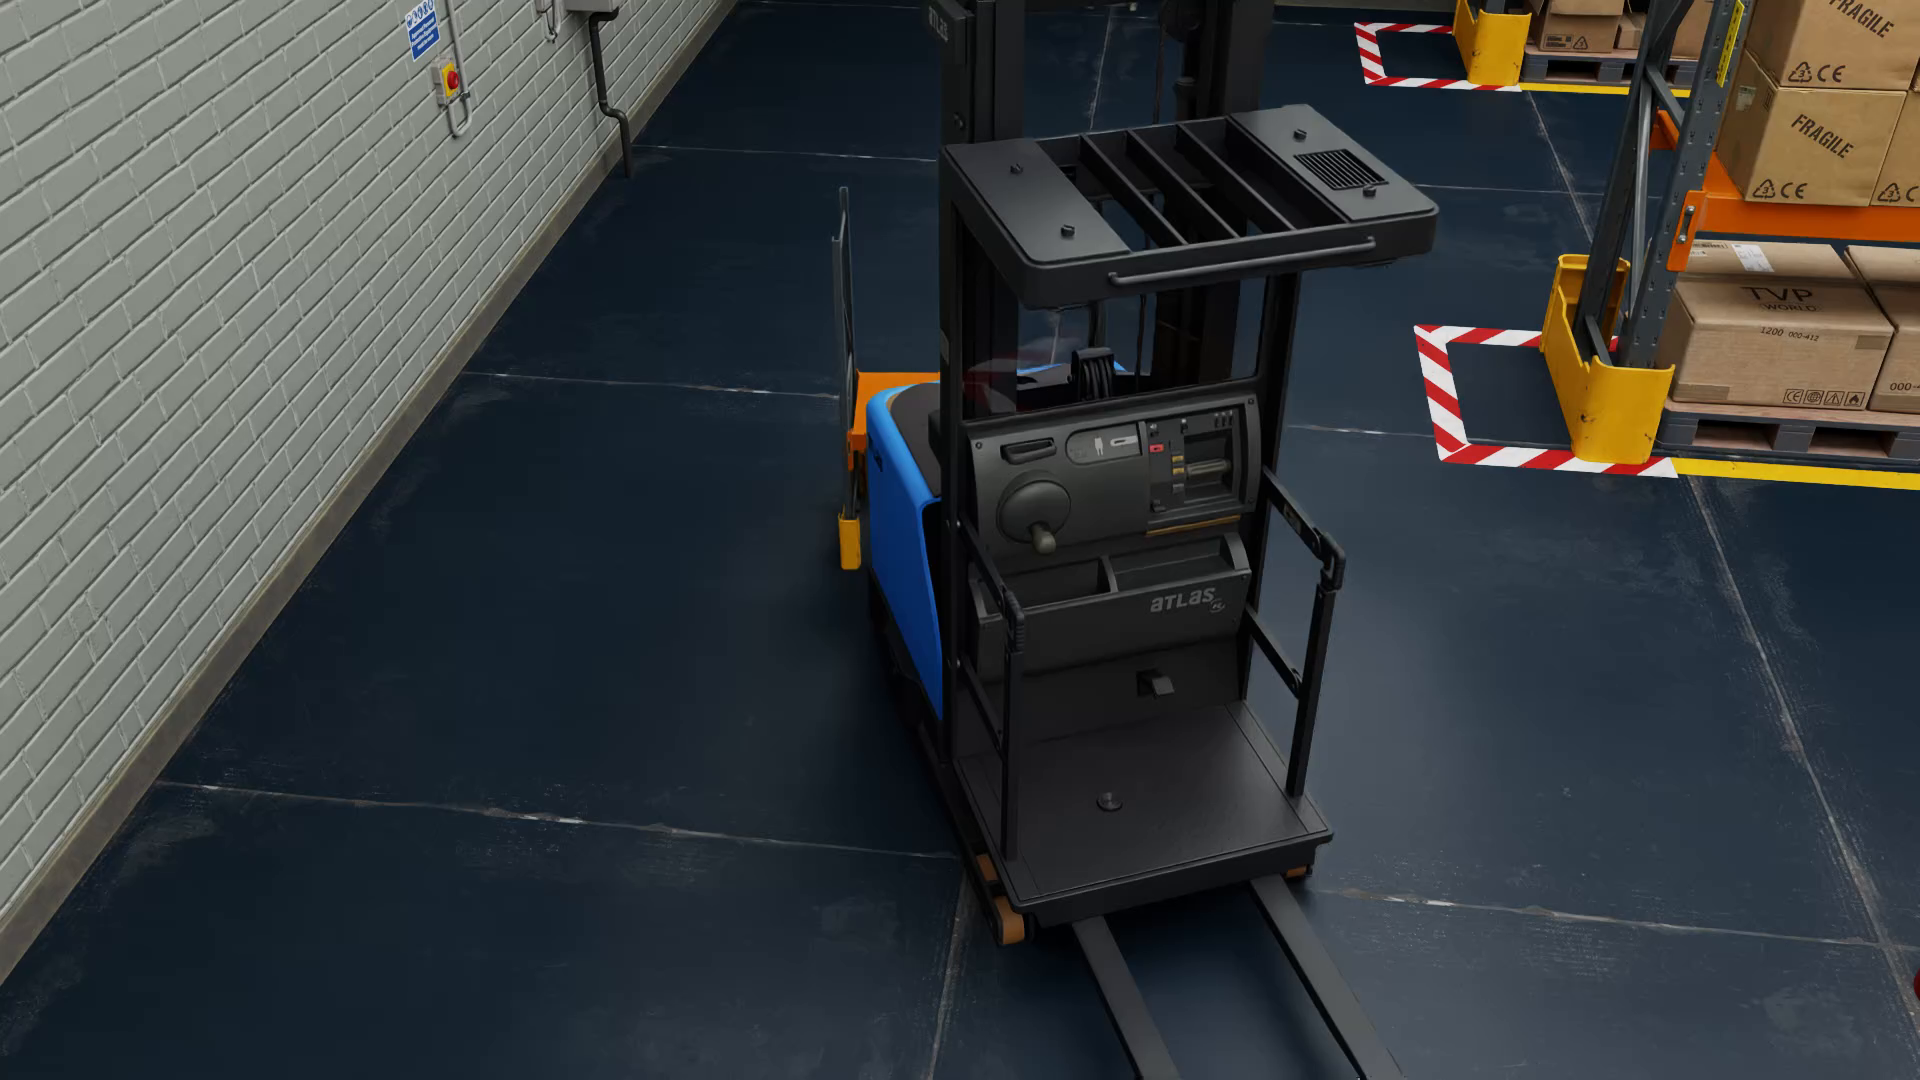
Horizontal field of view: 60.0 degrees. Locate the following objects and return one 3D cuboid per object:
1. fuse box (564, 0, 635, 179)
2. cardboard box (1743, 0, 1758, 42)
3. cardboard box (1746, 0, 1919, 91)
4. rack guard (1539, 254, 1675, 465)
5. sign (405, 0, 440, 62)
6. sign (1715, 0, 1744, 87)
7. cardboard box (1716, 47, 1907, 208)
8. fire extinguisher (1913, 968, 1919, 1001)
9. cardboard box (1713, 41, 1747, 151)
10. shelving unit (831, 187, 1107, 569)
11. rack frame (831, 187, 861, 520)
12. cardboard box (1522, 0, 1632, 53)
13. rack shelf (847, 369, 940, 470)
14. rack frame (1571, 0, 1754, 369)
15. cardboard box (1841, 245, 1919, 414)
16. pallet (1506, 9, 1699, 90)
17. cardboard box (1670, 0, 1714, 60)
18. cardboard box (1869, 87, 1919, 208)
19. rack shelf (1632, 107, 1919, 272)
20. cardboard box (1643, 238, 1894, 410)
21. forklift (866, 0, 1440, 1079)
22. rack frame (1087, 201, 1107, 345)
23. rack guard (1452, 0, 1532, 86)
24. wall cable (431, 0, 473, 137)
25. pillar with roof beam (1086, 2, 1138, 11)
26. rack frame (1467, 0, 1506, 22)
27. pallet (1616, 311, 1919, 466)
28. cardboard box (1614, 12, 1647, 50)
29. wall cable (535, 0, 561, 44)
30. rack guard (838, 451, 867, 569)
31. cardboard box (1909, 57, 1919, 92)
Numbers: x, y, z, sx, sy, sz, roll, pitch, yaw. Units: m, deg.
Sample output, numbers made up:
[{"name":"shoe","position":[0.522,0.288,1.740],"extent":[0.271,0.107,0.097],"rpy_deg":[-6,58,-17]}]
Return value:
[{"name":"fuse box","position":[-2.041,-2.992,9.969],"extent":[0.414,1.711,0.539],"rpy_deg":[4,36,6]},{"name":"cardboard box","position":[3.651,-2.462,7.171],"extent":[0.500,0.500,0.500],"rpy_deg":[5,36,8]},{"name":"cardboard box","position":[3.582,-2.161,6.749],"extent":[0.500,0.500,0.500],"rpy_deg":[4,36,5]},{"name":"rack guard","position":[3.119,-0.897,8.077],"extent":[0.348,0.500,1.175],"rpy_deg":[4,36,6]},{"name":"sign","position":[-2.520,-2.403,7.803],"extent":[0.001,0.218,0.327],"rpy_deg":[4,36,6]},{"name":"sign","position":[3.066,-1.978,6.626],"extent":[0.005,0.325,0.100],"rpy_deg":[4,36,6]},{"name":"cardboard box","position":[3.582,-1.753,7.037],"extent":[0.500,0.500,0.500],"rpy_deg":[4,36,6]},{"name":"fire extinguisher","position":[2.421,0.846,3.871],"extent":[0.183,0.674,0.296],"rpy_deg":[4,36,6]},{"name":"cardboard box","position":[3.655,-2.070,7.483],"extent":[0.500,0.500,0.500],"rpy_deg":[4,36,6]},{"name":"shelving unit","position":[0.034,-0.655,6.876],"extent":[1.083,1.500,0.587],"rpy_deg":[0,36,0]},{"name":"rack frame","position":[-0.465,-0.657,6.879],"extent":[0.032,1.500,0.500],"rpy_deg":[0,36,0]},{"name":"cardboard box","position":[4.366,-3.828,11.819],"extent":[0.637,0.503,0.797],"rpy_deg":[3,36,4]},{"name":"rack shelf","position":[0.043,-0.508,6.980],"extent":[1.000,0.185,0.538],"rpy_deg":[0,36,0]},{"name":"rack frame","position":[3.143,-1.913,7.348],"extent":[0.127,3.000,1.000],"rpy_deg":[4,36,6]},{"name":"cardboard box","position":[4.719,-0.987,7.895],"extent":[0.875,0.438,0.875],"rpy_deg":[5,36,7]},{"name":"pallet","position":[4.637,-3.574,12.076],"extent":[1.213,0.211,1.003],"rpy_deg":[4,36,6]},{"name":"cardboard box","position":[5.209,-3.741,11.700],"extent":[0.500,0.500,0.700],"rpy_deg":[6,36,8]},{"name":"cardboard box","position":[4.087,-1.731,7.008],"extent":[0.500,0.500,0.500],"rpy_deg":[4,36,5]},{"name":"rack shelf","position":[5.126,-1.472,7.350],"extent":[4.000,0.370,1.077],"rpy_deg":[4,36,6]},{"name":"cardboard box","position":[3.810,-1.050,7.983],"extent":[0.875,0.438,0.875],"rpy_deg":[3,36,4]},{"name":"forklift","position":[0.549,-0.138,4.920],"extent":[1.130,2.935,3.031],"rpy_deg":[-10,37,-14]},{"name":"rack frame","position":[0.551,-0.652,6.873],"extent":[0.032,1.500,0.500],"rpy_deg":[0,36,0]},{"name":"rack guard","position":[3.847,-3.750,12.074],"extent":[0.348,0.500,1.175],"rpy_deg":[4,36,6]},{"name":"wall cable","position":[-2.453,-2.743,7.610],"extent":[0.123,1.953,0.585],"rpy_deg":[4,36,6]},{"name":"pillar with roof beam","position":[0.663,-5.453,7.145],"extent":[0.400,9.000,9.100],"rpy_deg":[4,36,6]},{"name":"rack frame","position":[3.771,-4.773,11.356],"extent":[0.127,3.000,1.000],"rpy_deg":[4,36,6]},{"name":"pallet","position":[3.946,-0.764,8.138],"extent":[1.213,0.211,1.003],"rpy_deg":[4,36,6]},{"name":"cardboard box","position":[4.782,-3.630,11.847],"extent":[0.250,0.149,0.380],"rpy_deg":[3,36,4]},{"name":"wall cable","position":[-2.284,-3.548,8.765],"extent":[0.122,1.984,0.588],"rpy_deg":[4,36,6]},{"name":"rack guard","position":[-0.464,-0.148,7.242],"extent":[0.087,0.250,0.587],"rpy_deg":[0,36,0]},{"name":"cardboard box","position":[4.096,-2.127,6.701],"extent":[0.500,0.500,0.500],"rpy_deg":[3,36,5]}]
